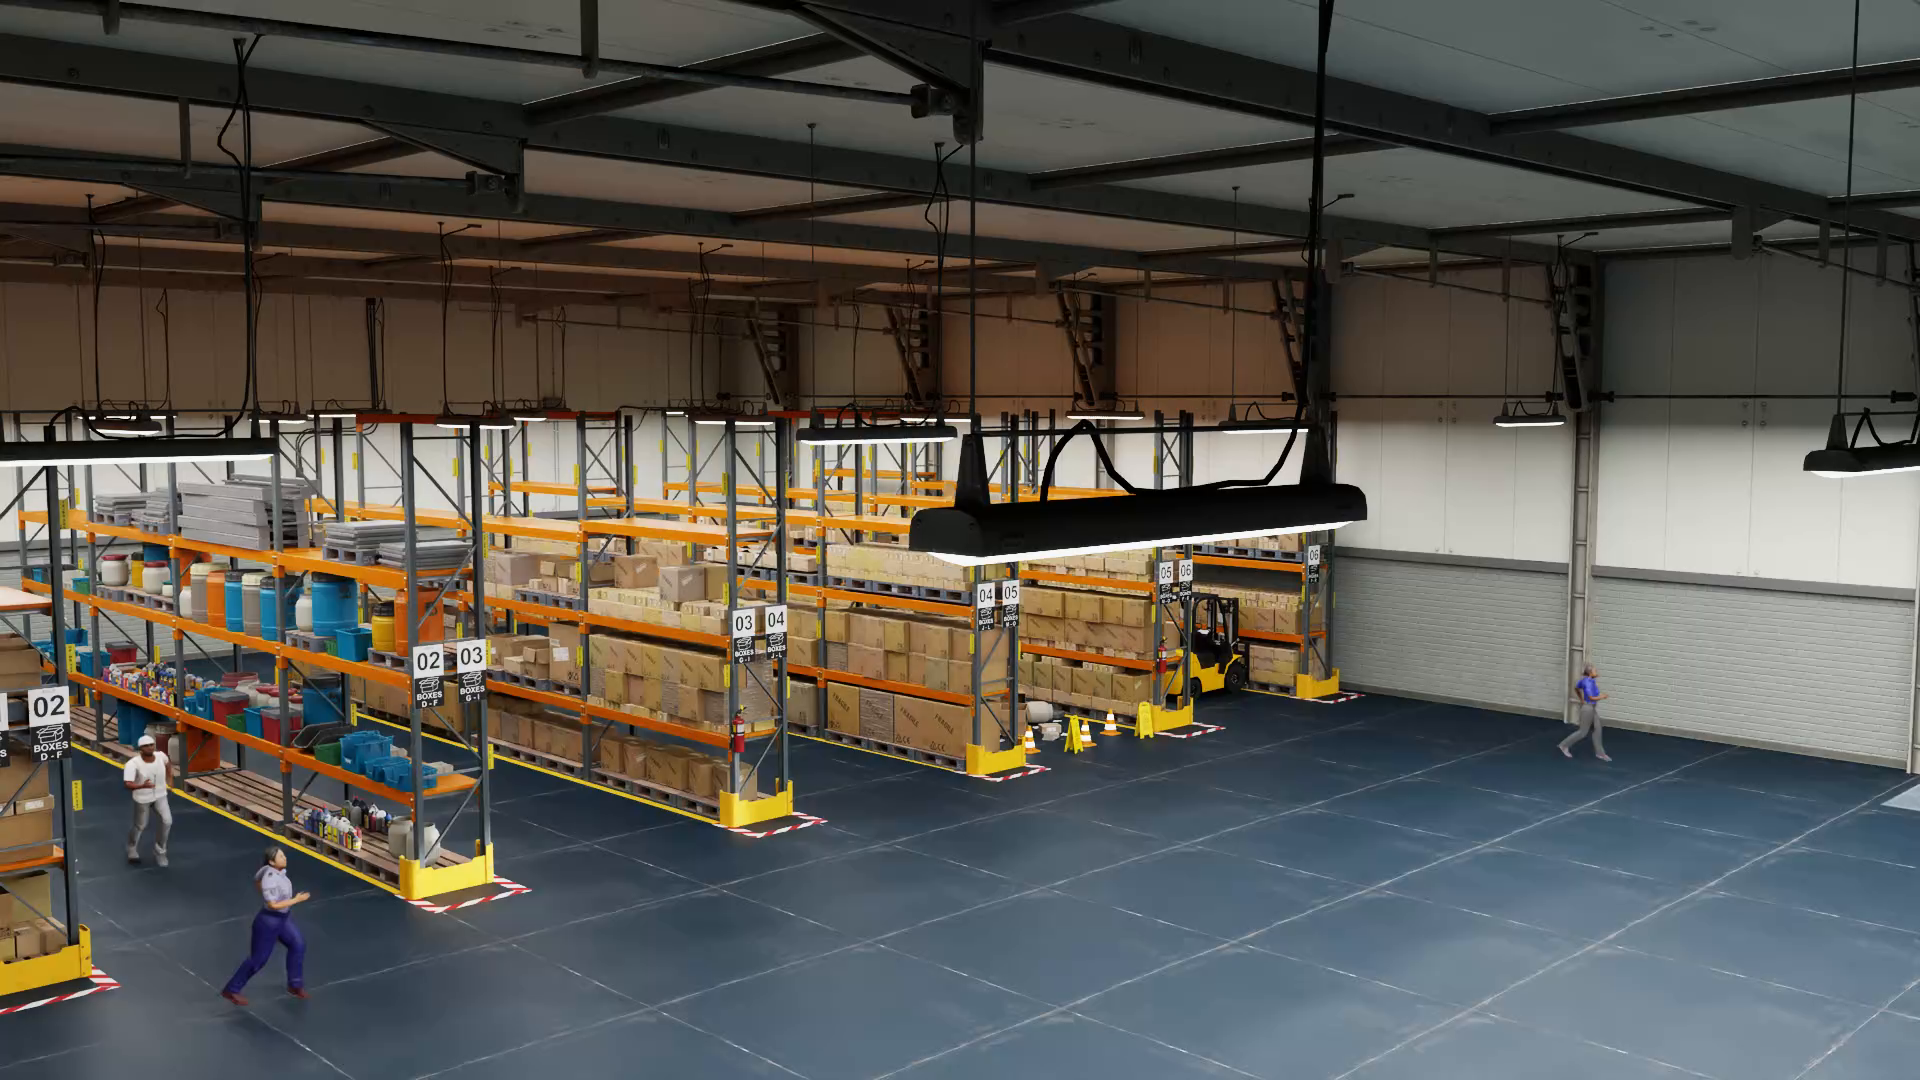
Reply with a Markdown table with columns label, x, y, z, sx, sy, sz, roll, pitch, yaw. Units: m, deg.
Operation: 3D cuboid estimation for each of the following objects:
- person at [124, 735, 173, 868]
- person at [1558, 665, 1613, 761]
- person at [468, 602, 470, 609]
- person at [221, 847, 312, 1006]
| label | x | y | z | sx | sy | sz | roll | pitch | yaw |
| --- | --- | --- | --- | --- | --- | --- | --- | --- | --- |
| person | -10.924 | 3.507 | 22.429 | 0.894 | 1.800 | 0.710 | 5 | 7 | 43 |
| person | 10.853 | 2.984 | 28.797 | 0.900 | 1.663 | 0.604 | 2 | 5 | 21 |
| person | -11.111 | 2.222 | 37.461 | 0.660 | 1.776 | 0.679 | -3 | 6 | -30 |
| person | -7.195 | 4.020 | 17.275 | 0.882 | 1.697 | 0.611 | -1 | 5 | -10 |
